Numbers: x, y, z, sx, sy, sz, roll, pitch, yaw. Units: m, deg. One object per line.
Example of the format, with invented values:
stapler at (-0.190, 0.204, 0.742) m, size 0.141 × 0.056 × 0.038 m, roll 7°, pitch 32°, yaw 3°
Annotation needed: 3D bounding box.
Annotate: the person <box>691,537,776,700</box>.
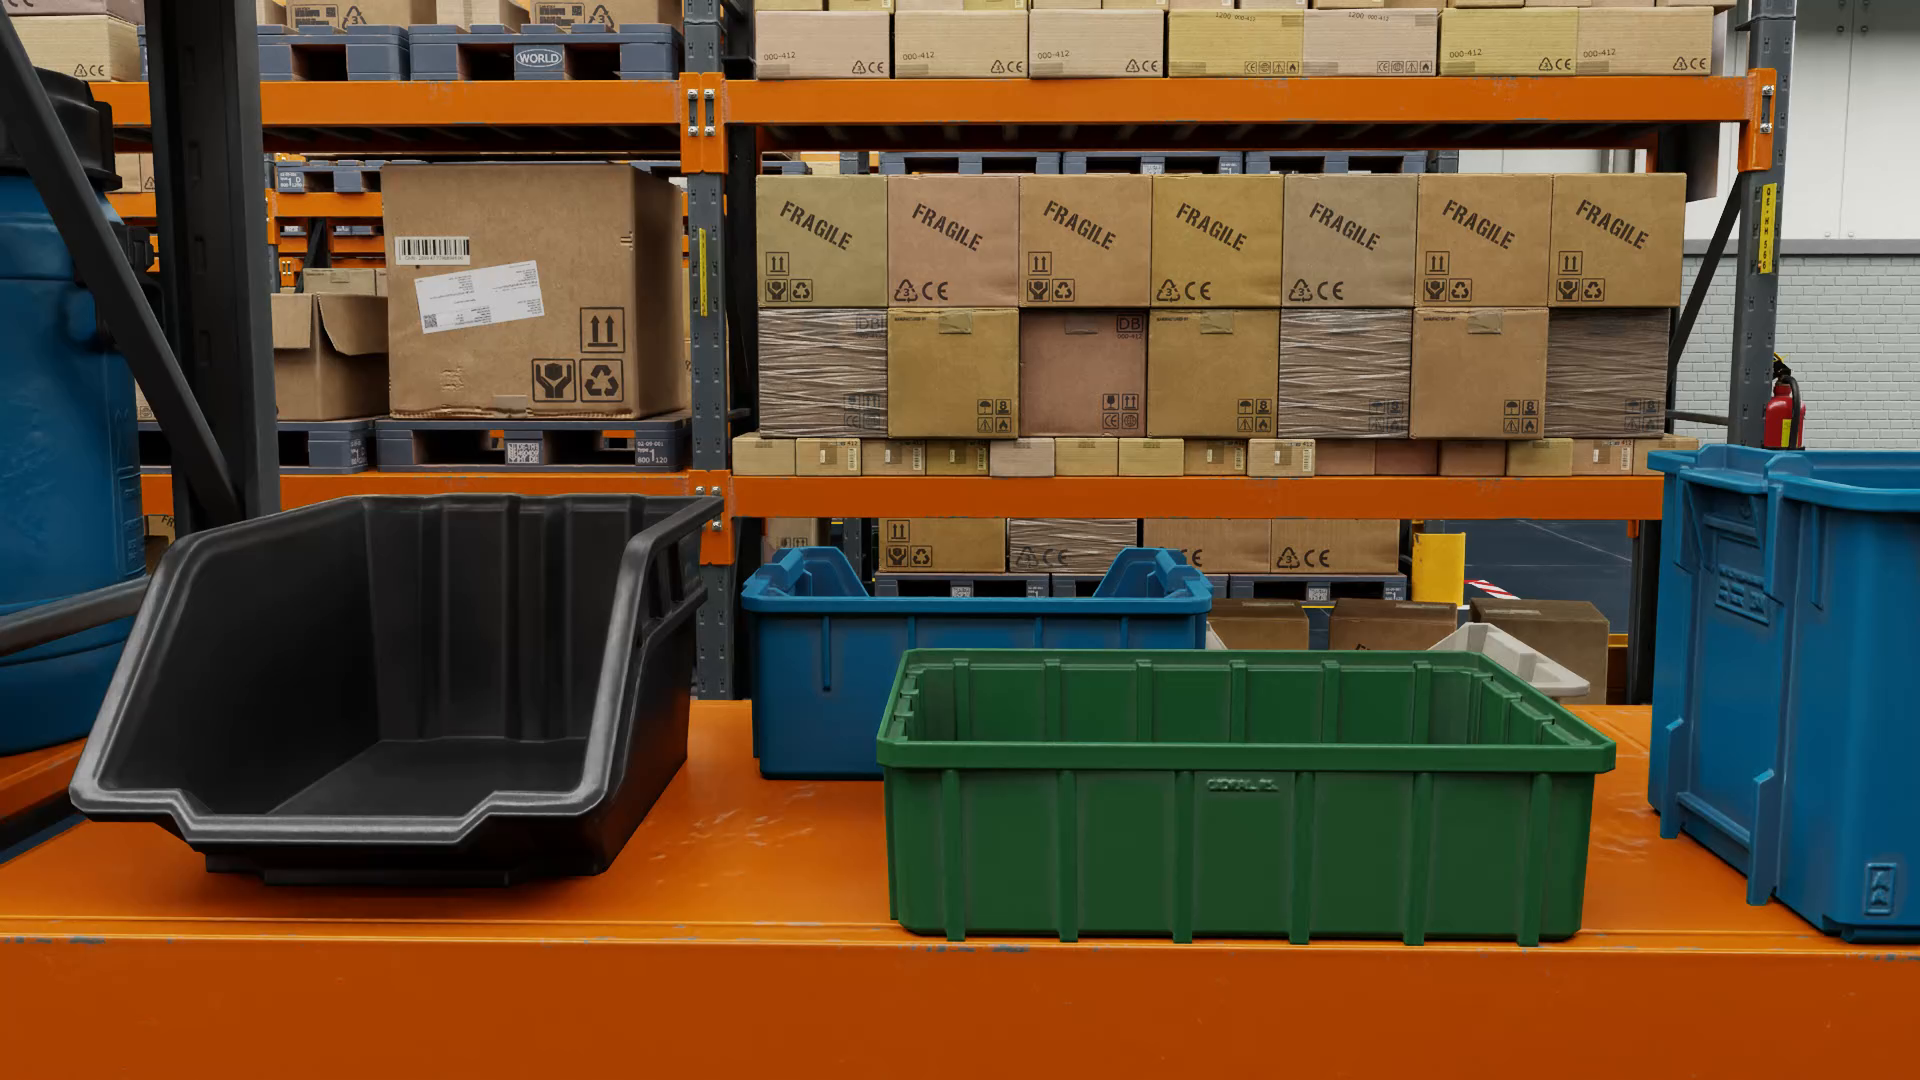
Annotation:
person at (-1.305, 0.249, 8.474) m, size 0.853 × 1.125 × 0.619 m, roll -1°, pitch 7°, yaw -8°
